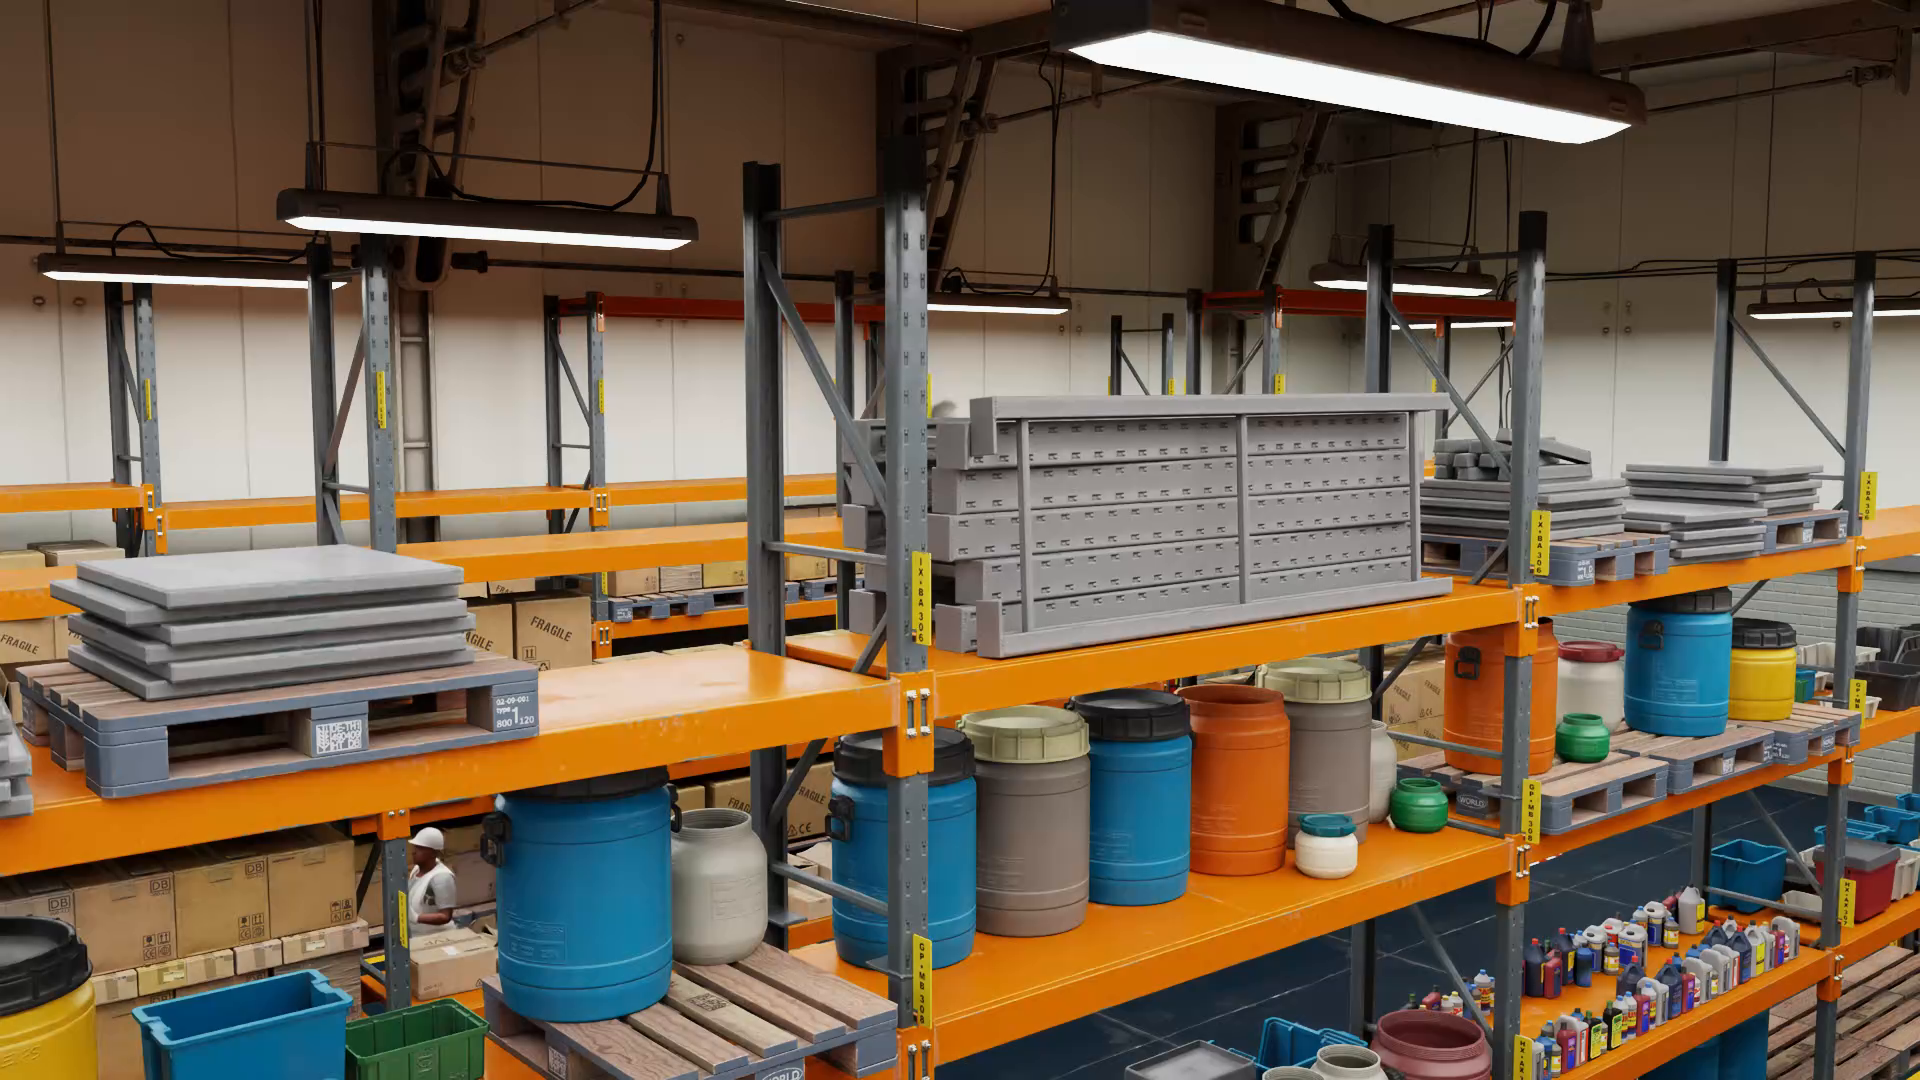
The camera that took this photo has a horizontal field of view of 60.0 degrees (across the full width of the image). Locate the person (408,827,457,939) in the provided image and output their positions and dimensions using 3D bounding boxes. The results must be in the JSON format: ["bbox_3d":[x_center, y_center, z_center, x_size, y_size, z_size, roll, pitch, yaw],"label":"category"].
[{"bbox_3d":[-3.988,3.064,12.554,0.816,1.821,0.667,-5,7,-41],"label":"person"}]
